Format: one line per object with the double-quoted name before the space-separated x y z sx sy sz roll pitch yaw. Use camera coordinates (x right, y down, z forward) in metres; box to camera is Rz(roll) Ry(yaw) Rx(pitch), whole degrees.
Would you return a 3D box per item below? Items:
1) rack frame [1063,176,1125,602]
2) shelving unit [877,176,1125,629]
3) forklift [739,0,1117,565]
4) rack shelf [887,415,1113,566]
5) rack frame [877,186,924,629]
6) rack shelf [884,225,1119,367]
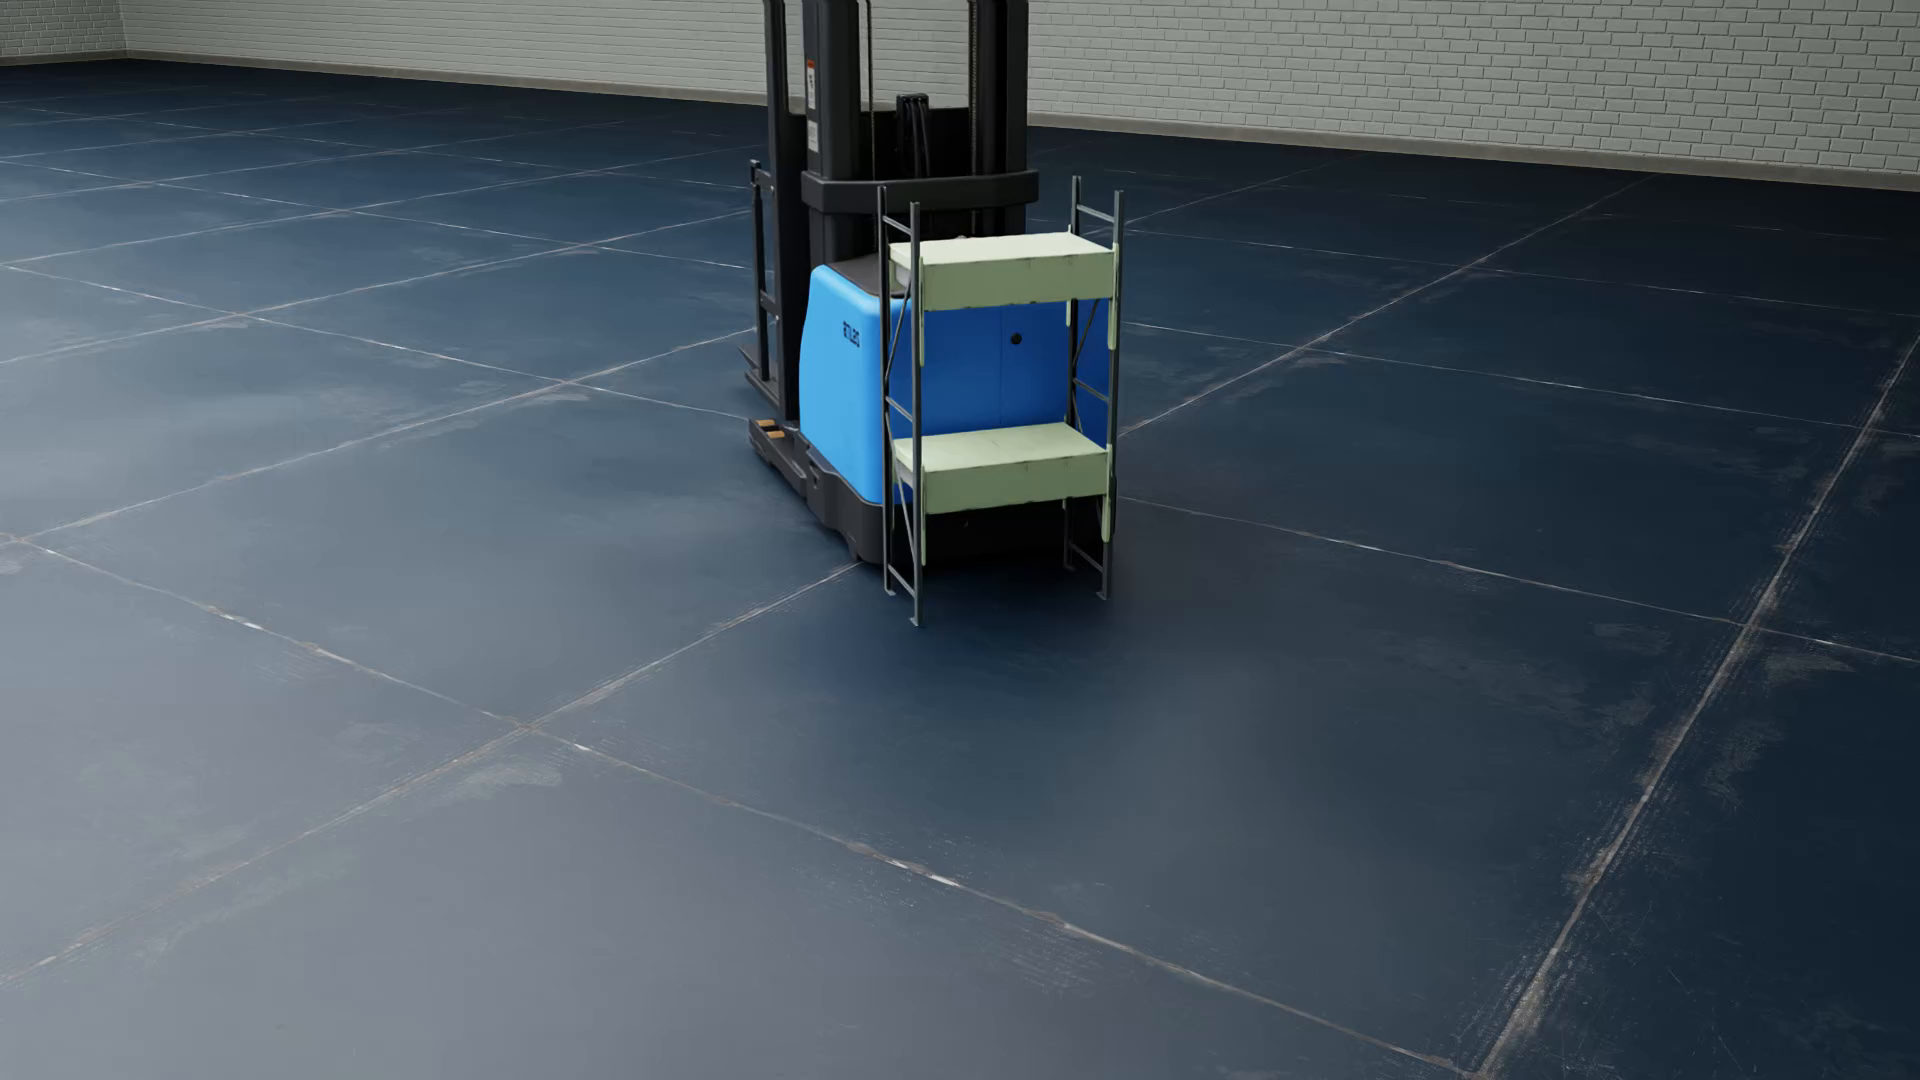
"rack frame" 0.481 -0.540 6.063 0.023 1.500 0.400 -7 21 -18
"shelving unit" 0.136 -0.497 5.947 0.755 1.500 0.431 -7 21 -18
"forklift" -0.356 -1.756 7.288 1.130 2.935 3.031 -7 21 -18
"rack shelf" 0.136 -0.191 6.060 0.720 0.370 0.431 -7 21 -18
"rack frame" -0.208 -0.454 5.831 0.023 1.500 0.400 -7 21 -18
"rack shelf" 0.136 -0.863 5.812 0.720 0.370 0.431 -7 21 -18
